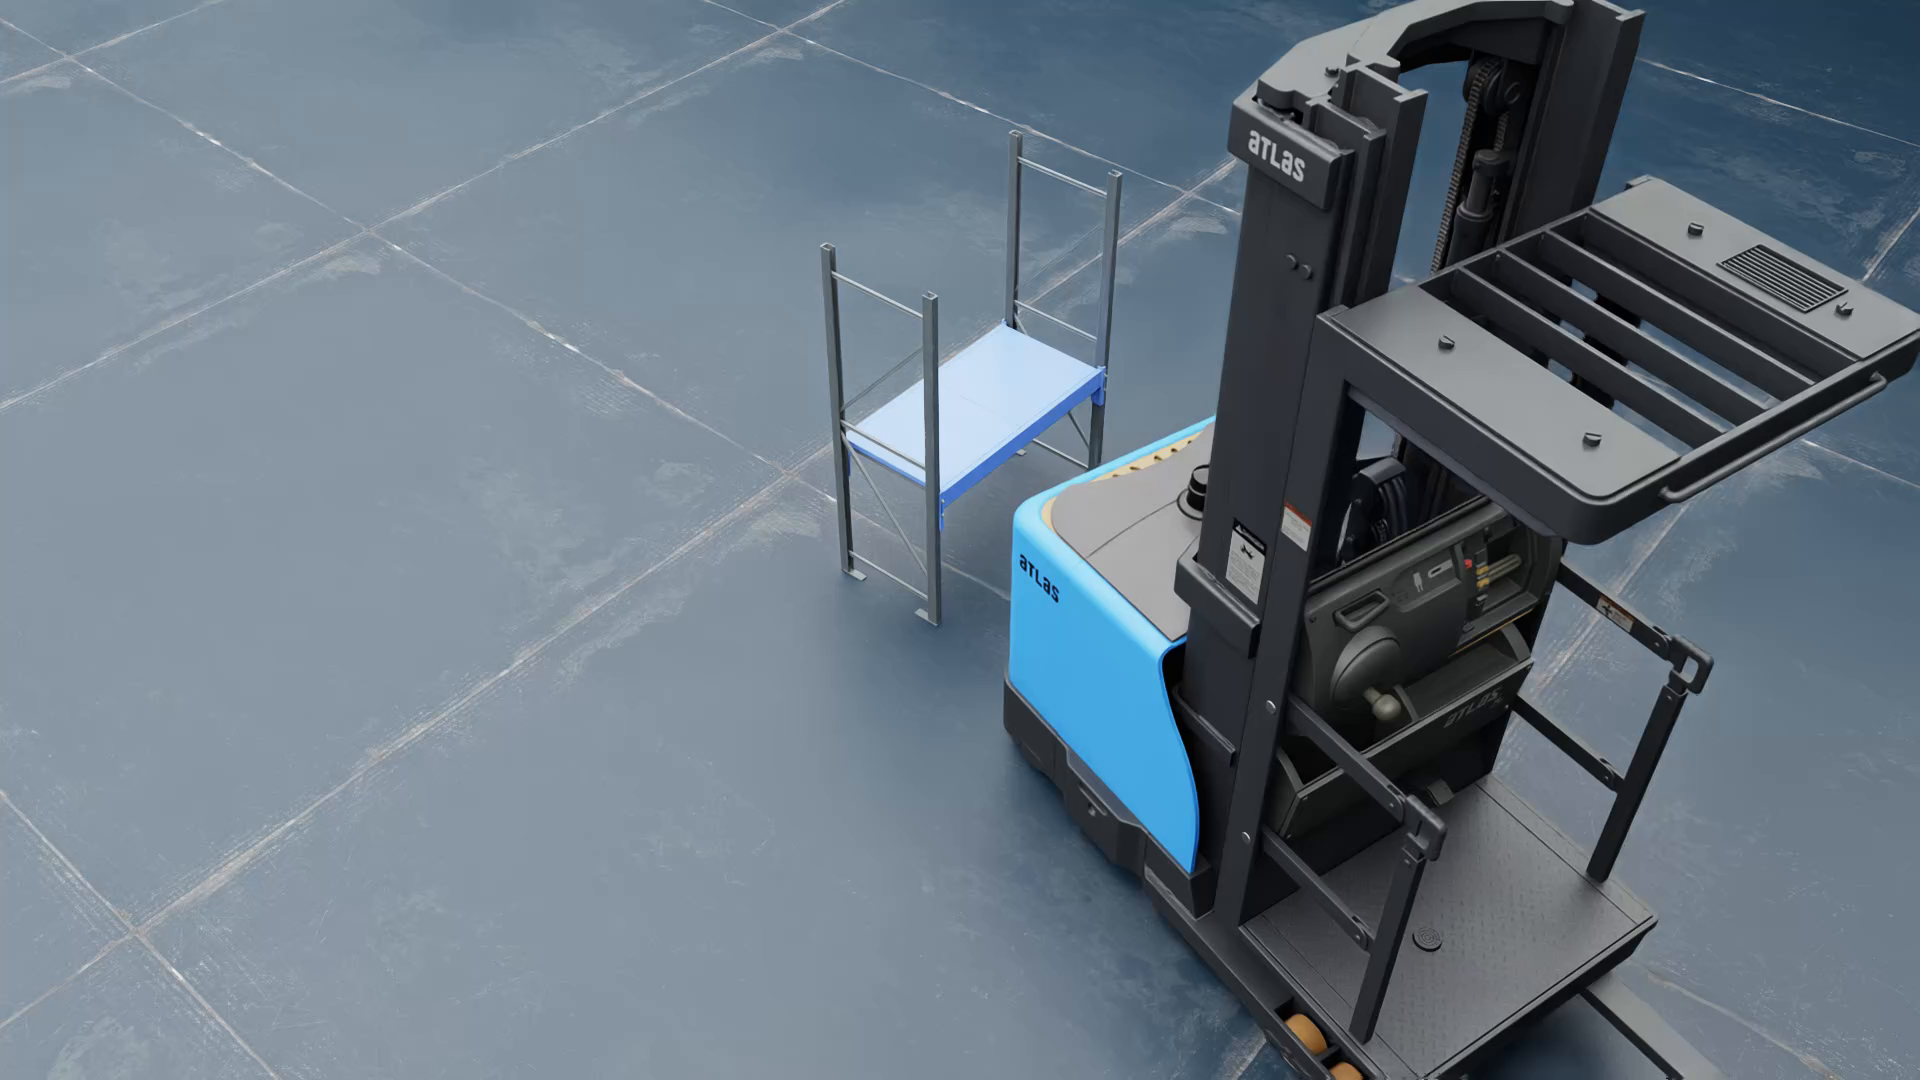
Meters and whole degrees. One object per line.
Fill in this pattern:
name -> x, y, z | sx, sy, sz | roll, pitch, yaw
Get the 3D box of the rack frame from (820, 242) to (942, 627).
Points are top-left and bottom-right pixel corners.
rack frame -> -0.272, -0.337, 6.006 | 0.500, 1.500, 0.032 | 29, 50, 28

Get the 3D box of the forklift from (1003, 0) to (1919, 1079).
forklift -> 1.389, 0.244, 4.303 | 1.130, 2.935, 3.031 | -24, 48, -24

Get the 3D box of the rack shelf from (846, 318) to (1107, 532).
rack shelf -> 0.055, -0.466, 6.415 | 0.538, 0.185, 1.000 | 29, 50, 28

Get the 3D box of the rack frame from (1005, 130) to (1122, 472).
rack frame -> 0.382, -0.861, 6.582 | 0.500, 1.500, 0.032 | 29, 50, 28

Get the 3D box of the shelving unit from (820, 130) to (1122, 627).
shelving unit -> 0.055, -0.599, 6.294 | 0.538, 1.500, 1.048 | 29, 50, 28
